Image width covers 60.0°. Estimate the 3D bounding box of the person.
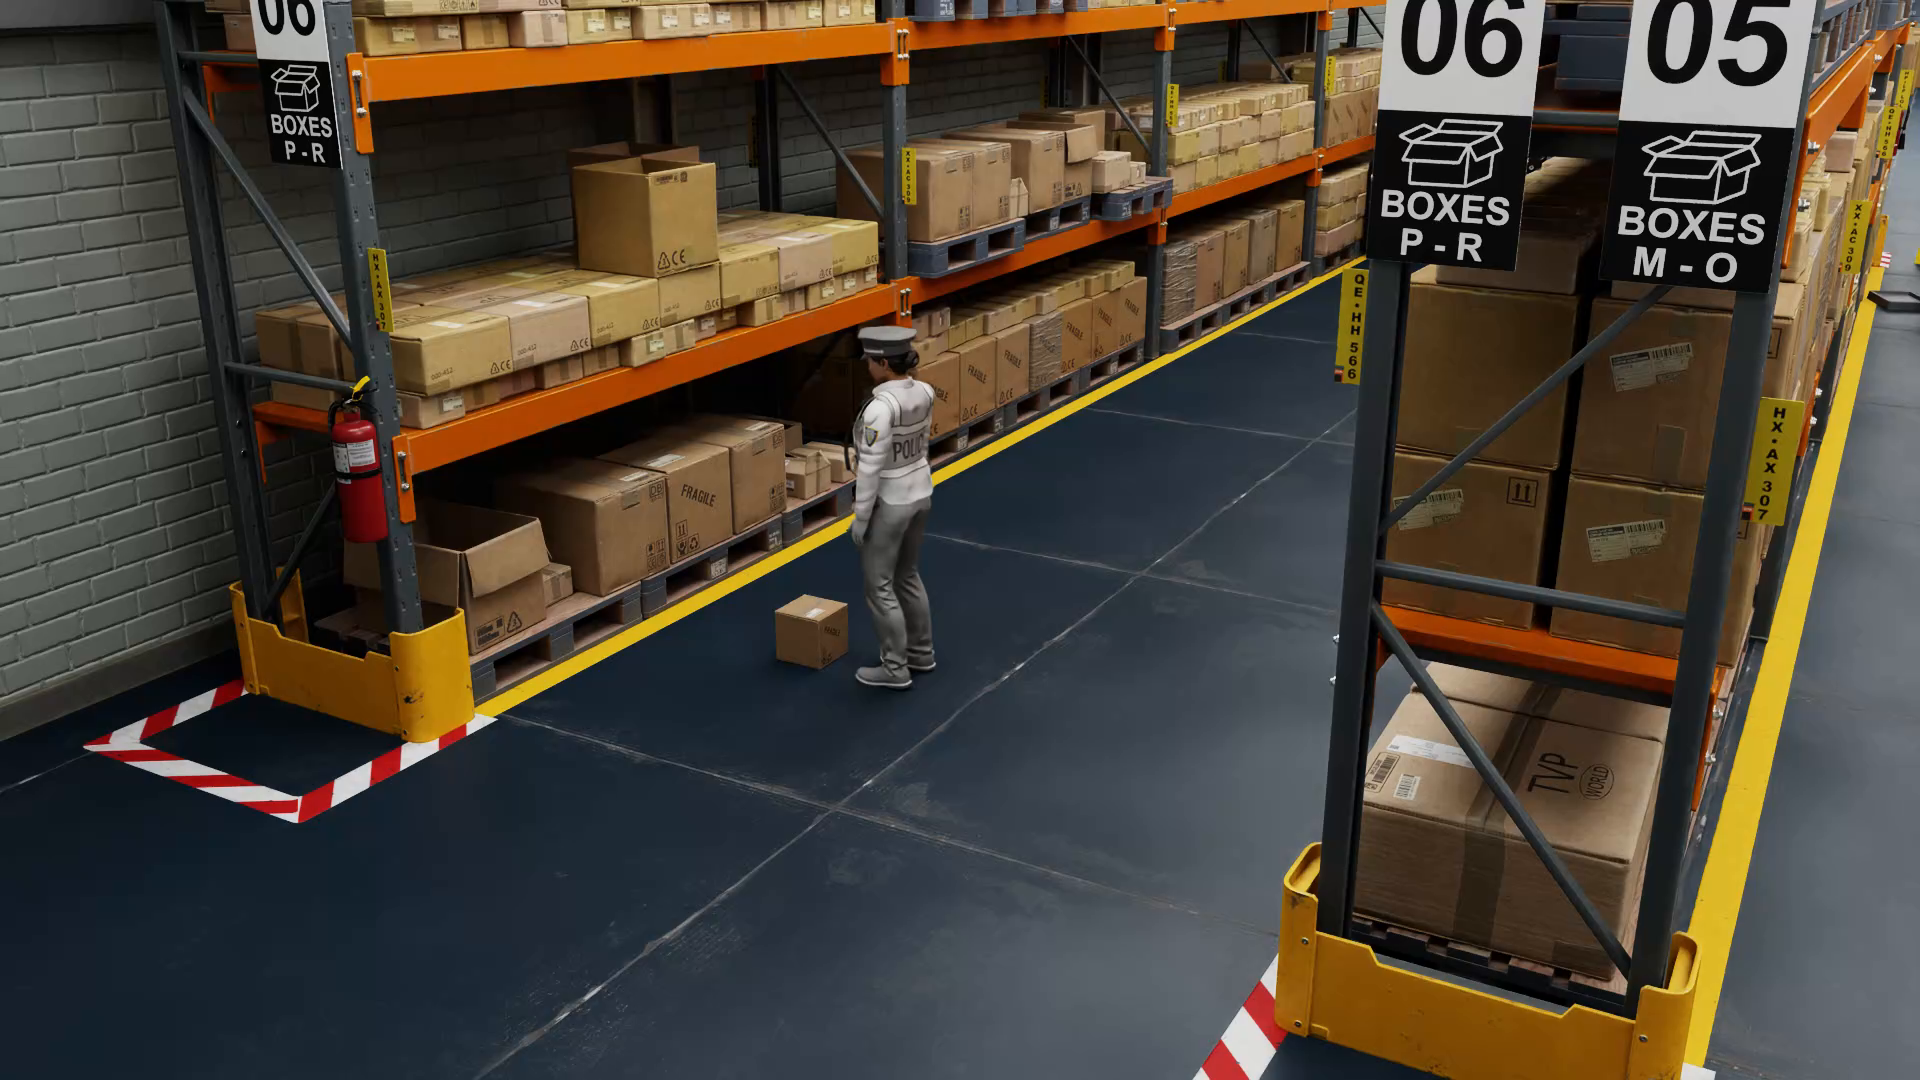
[{"bbox_3d":[-0.312,-0.142,7.476,0.328,1.661,0.470,11,22,28],"label":"person"}]
